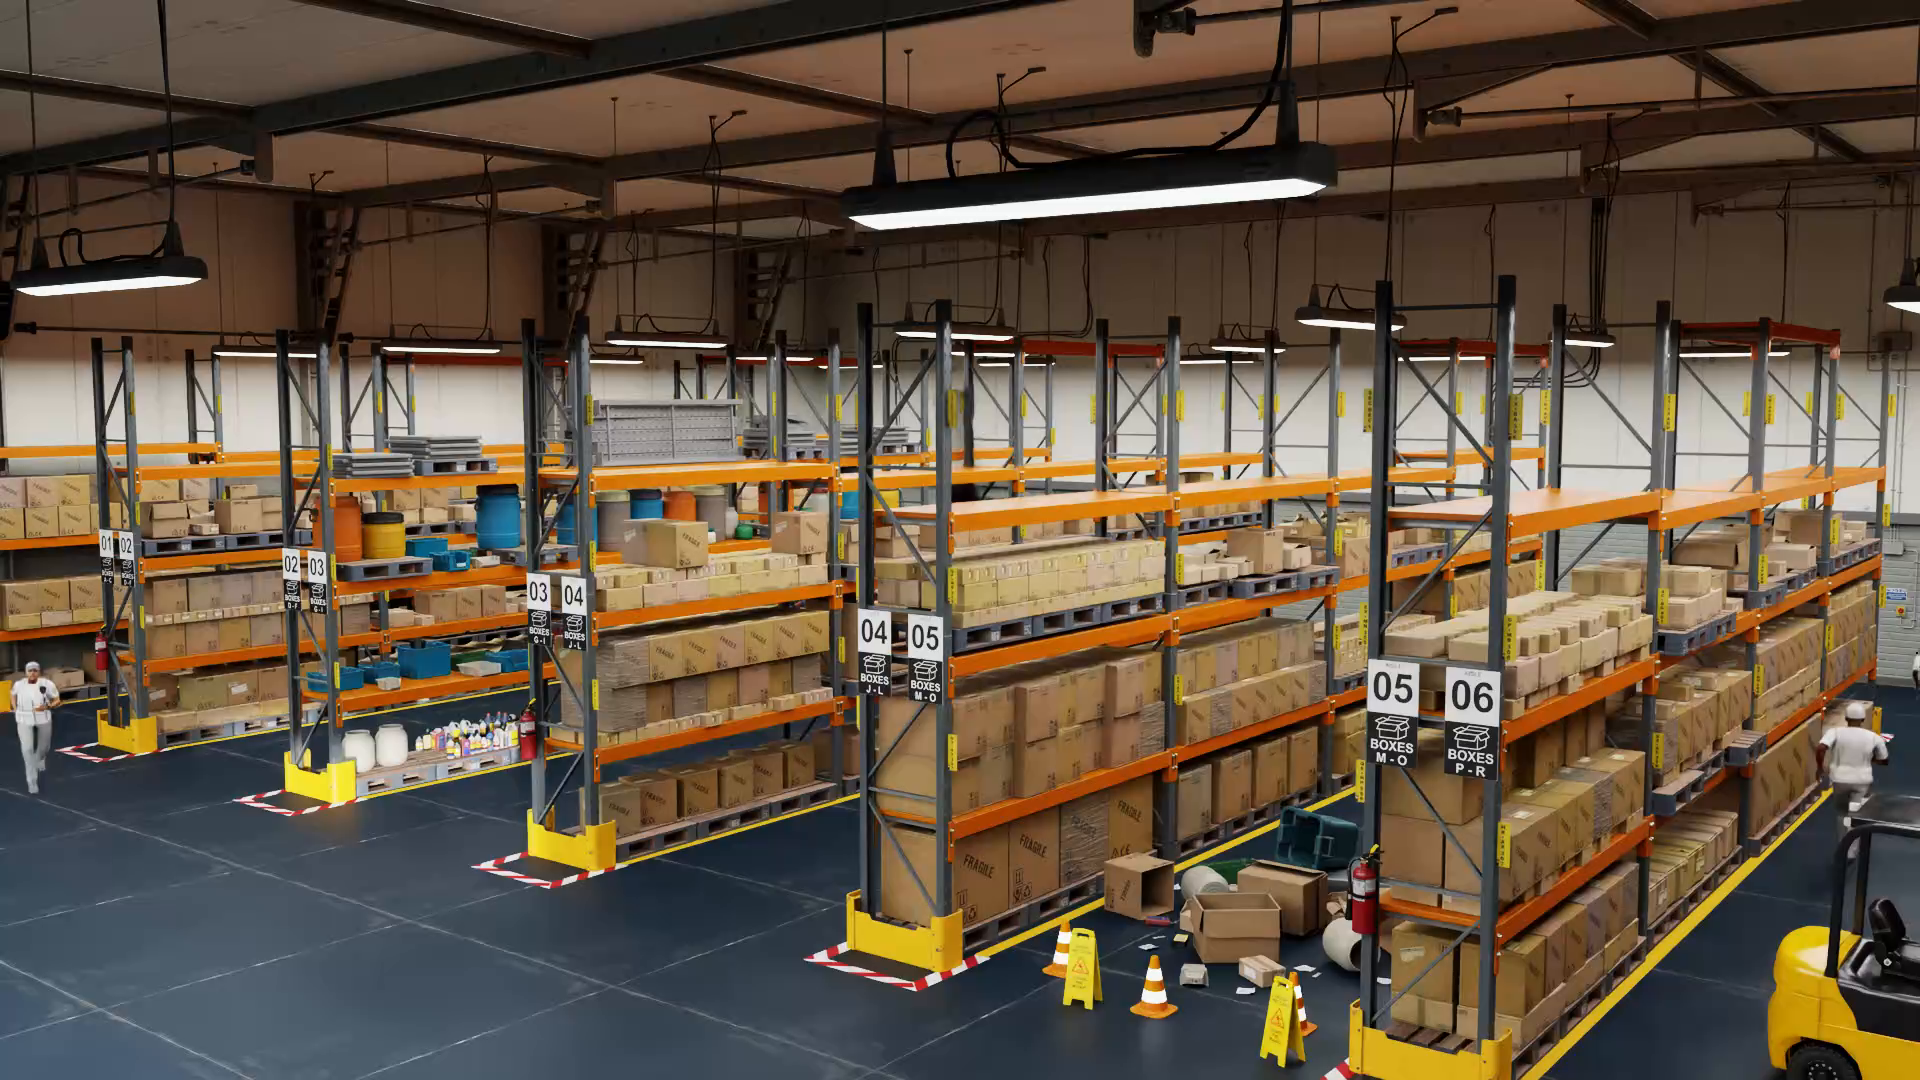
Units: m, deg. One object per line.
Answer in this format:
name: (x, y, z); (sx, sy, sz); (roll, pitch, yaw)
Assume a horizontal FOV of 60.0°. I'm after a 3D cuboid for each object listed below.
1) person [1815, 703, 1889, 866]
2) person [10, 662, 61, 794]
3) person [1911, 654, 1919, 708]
person: (9.754, 2.673, 18.191); (0.686, 1.781, 0.950); (3, 6, 33)
person: (-12.225, 2.443, 22.021); (0.571, 1.706, 1.058); (-3, 6, -34)
person: (14.401, 2.216, 24.660); (0.607, 1.658, 0.585); (1, 5, 9)
